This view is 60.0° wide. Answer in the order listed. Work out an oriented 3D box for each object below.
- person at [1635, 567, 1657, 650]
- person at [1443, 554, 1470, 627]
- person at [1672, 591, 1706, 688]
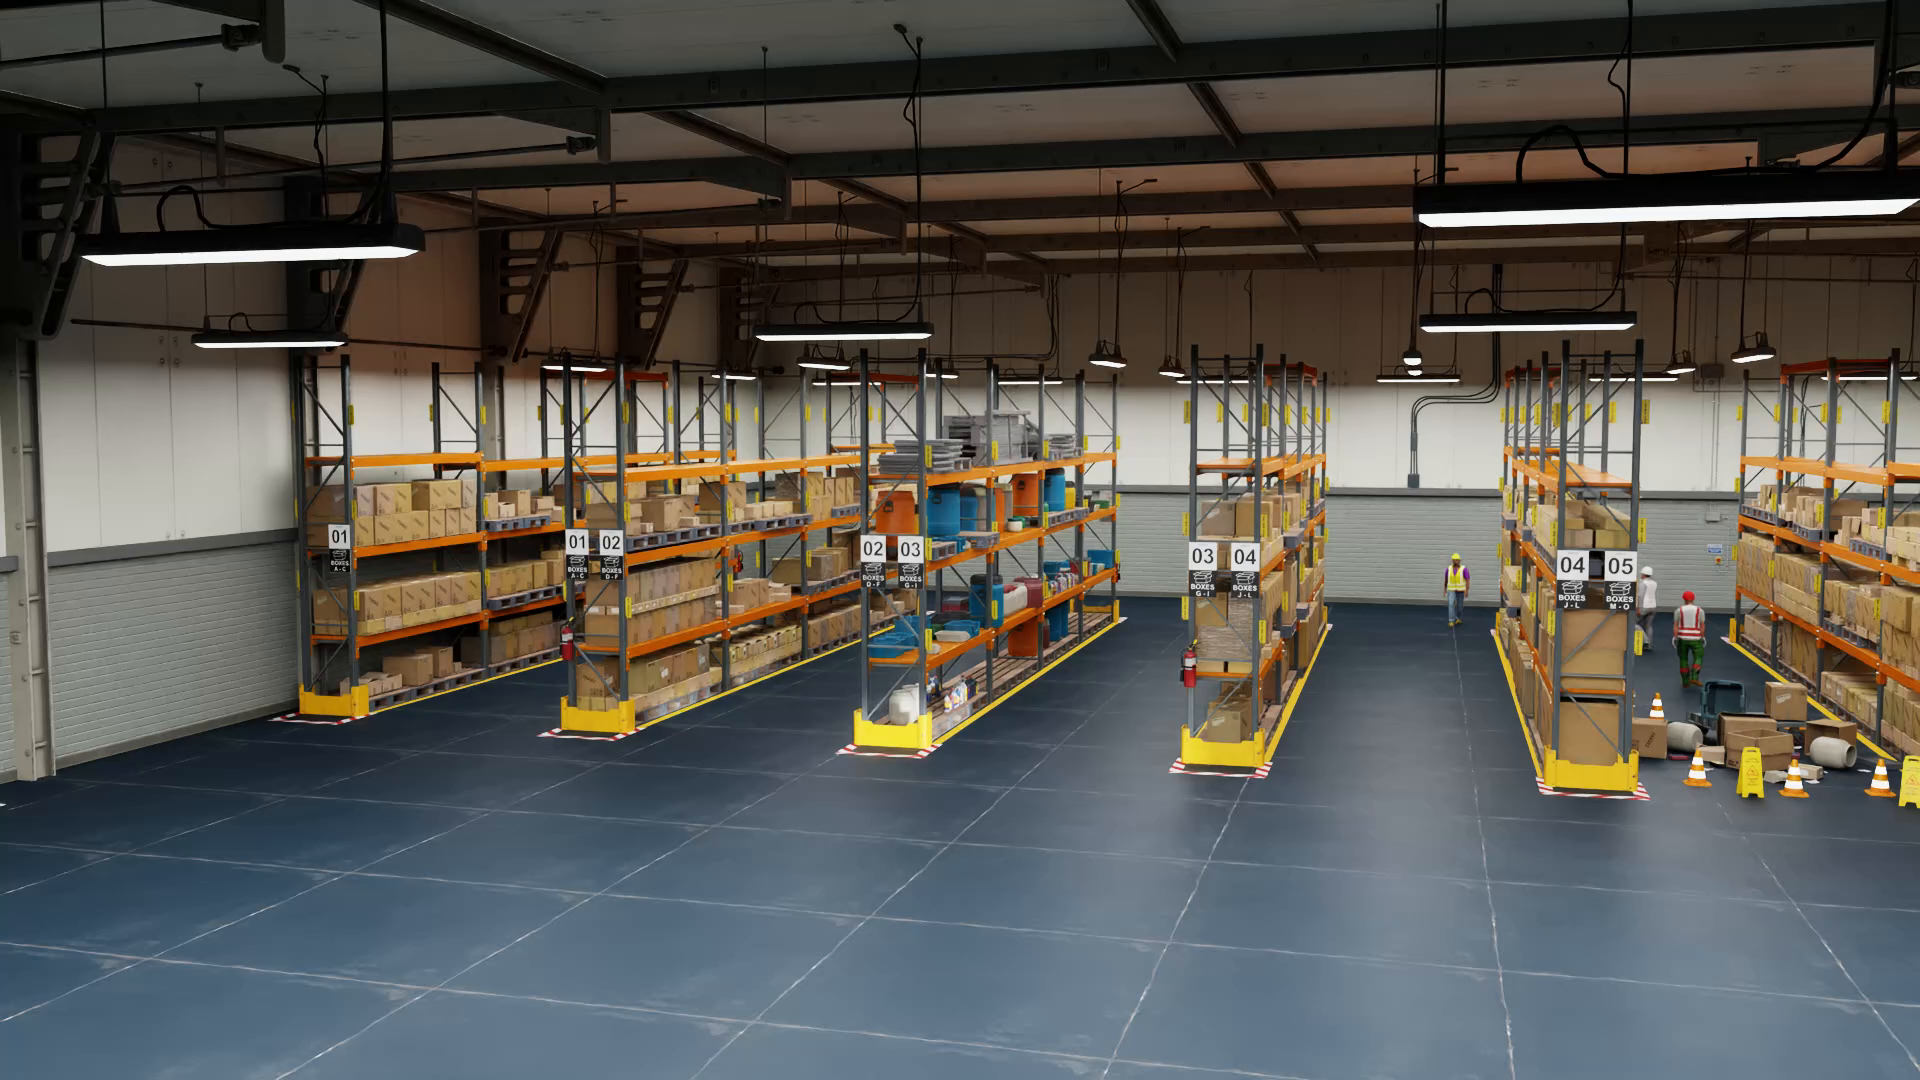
[{"bbox_3d":[14.659,1.453,35.506,0.571,1.774,0.452,-2,5,-26],"label":"person"},{"bbox_3d":[11.738,1.186,39.320,0.600,1.708,1.085,1,5,18],"label":"person"},{"bbox_3d":[13.392,1.828,30.539,0.574,1.788,0.550,2,5,21],"label":"person"}]
